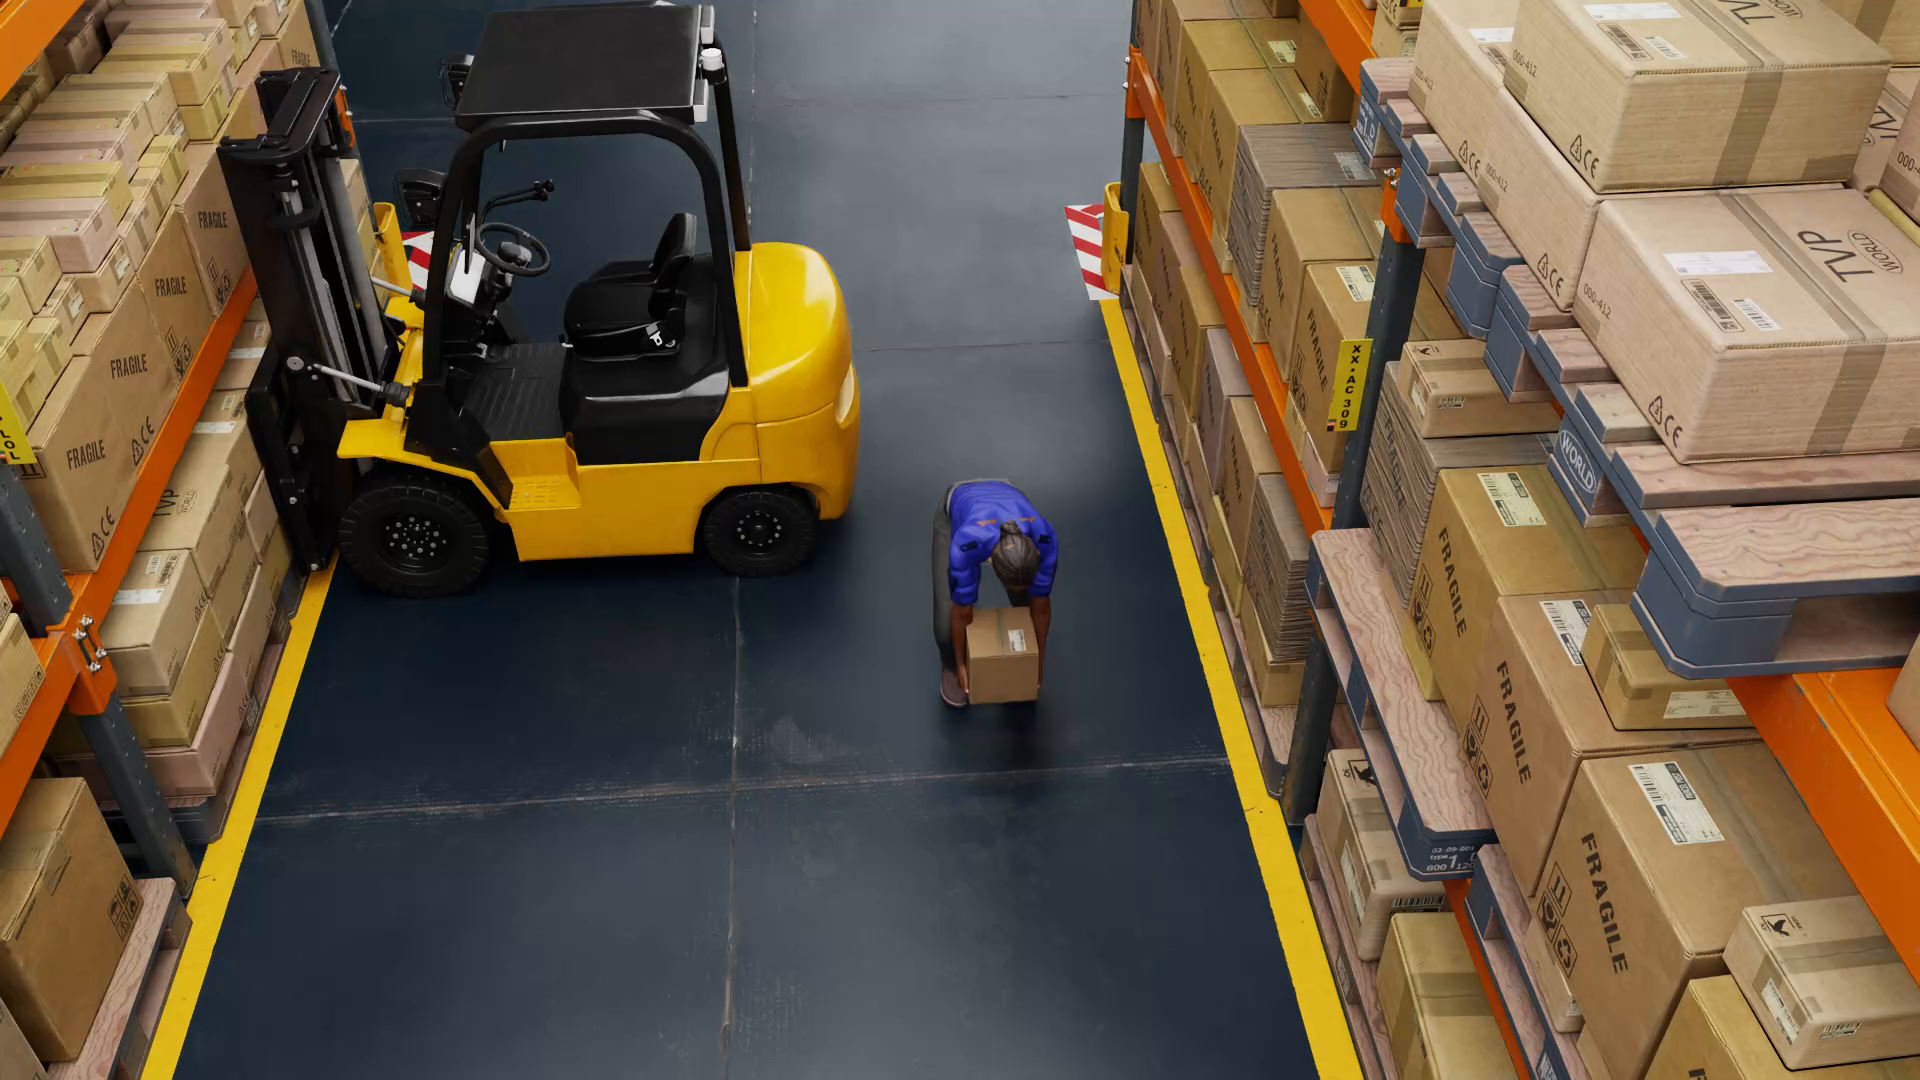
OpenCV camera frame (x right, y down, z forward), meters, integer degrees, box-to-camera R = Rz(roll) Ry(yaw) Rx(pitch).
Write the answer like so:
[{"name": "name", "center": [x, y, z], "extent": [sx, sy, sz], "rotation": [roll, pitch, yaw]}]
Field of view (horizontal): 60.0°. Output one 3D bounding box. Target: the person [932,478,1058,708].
[{"name": "person", "center": [0.129, 0.244, 6.263], "extent": [0.444, 1.153, 0.840], "rotation": [-5, 40, -6]}]
